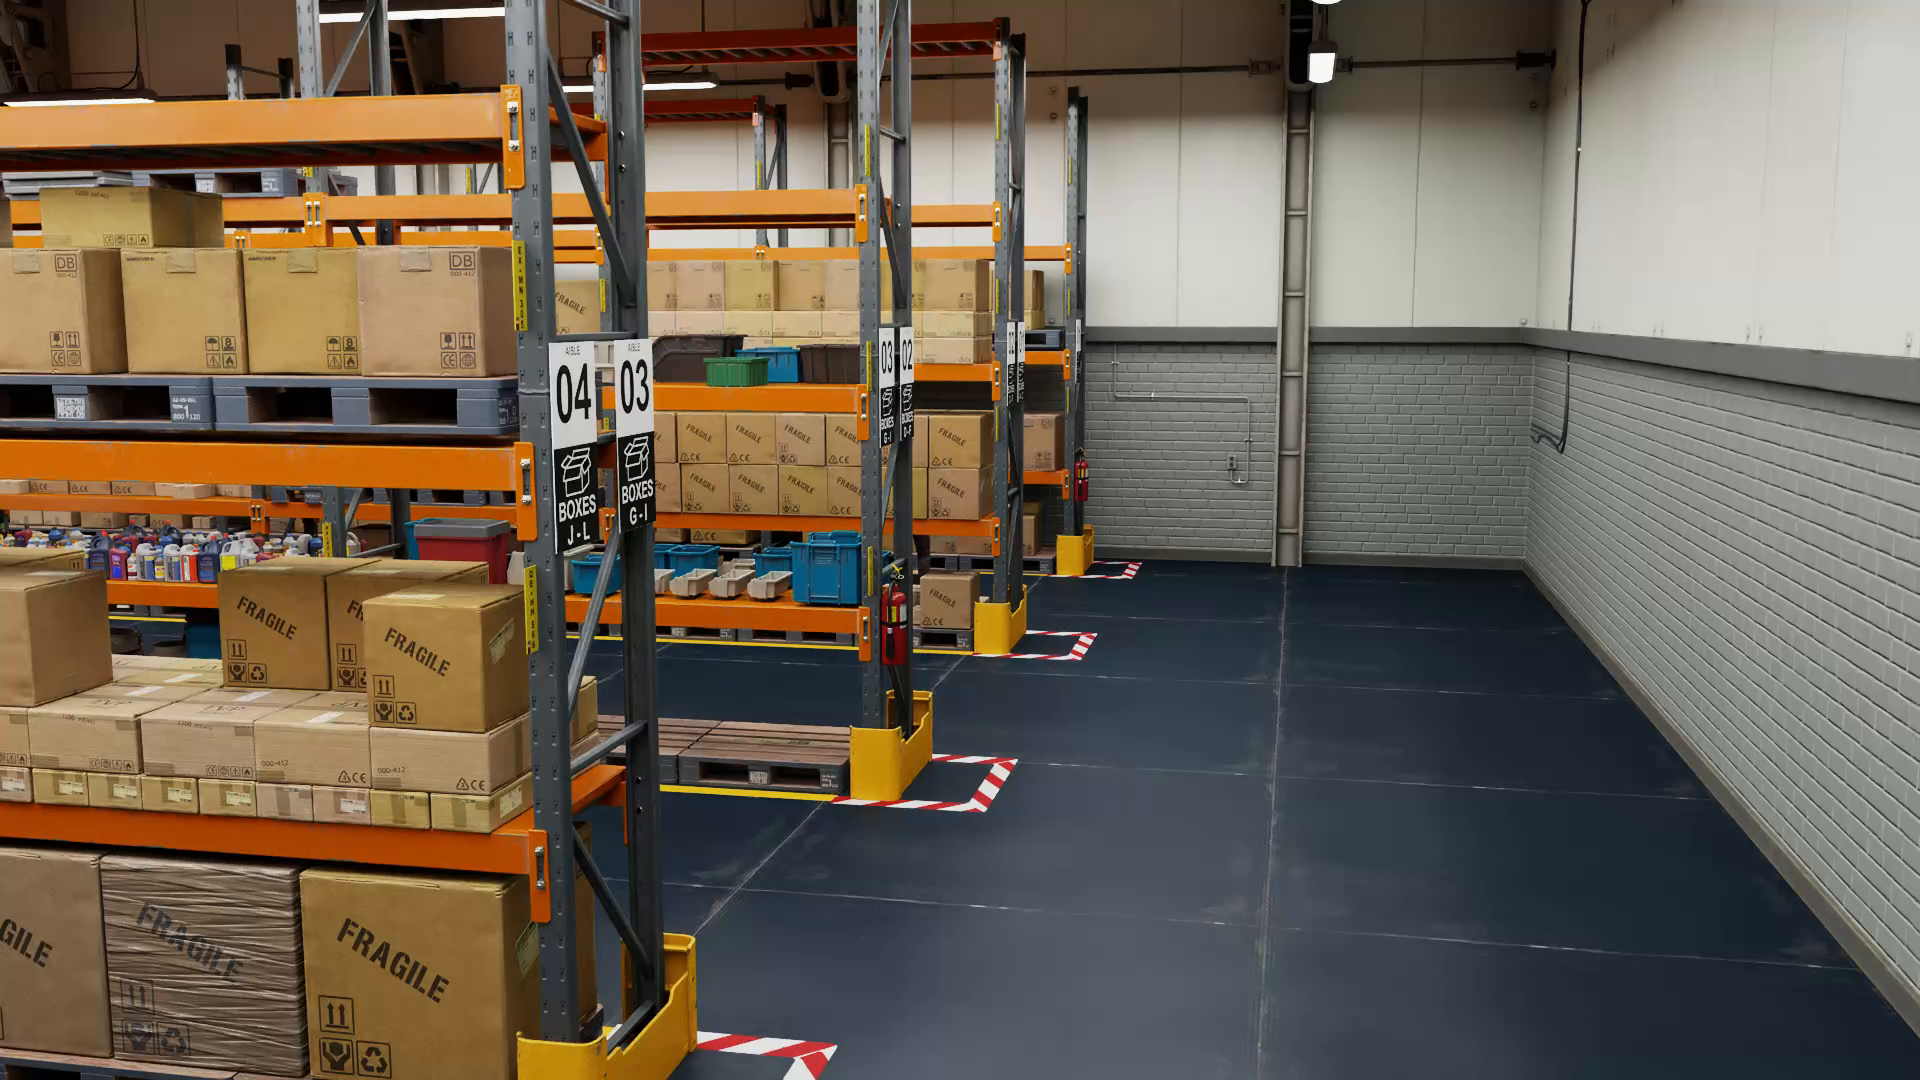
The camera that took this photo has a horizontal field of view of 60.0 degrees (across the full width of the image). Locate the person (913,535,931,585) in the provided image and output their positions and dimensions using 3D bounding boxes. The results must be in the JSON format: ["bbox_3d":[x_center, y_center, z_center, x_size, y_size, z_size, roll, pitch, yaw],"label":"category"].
[{"bbox_3d":[-0.562,-0.188,19.252,0.581,1.721,0.463,2,8,12],"label":"person"}]
